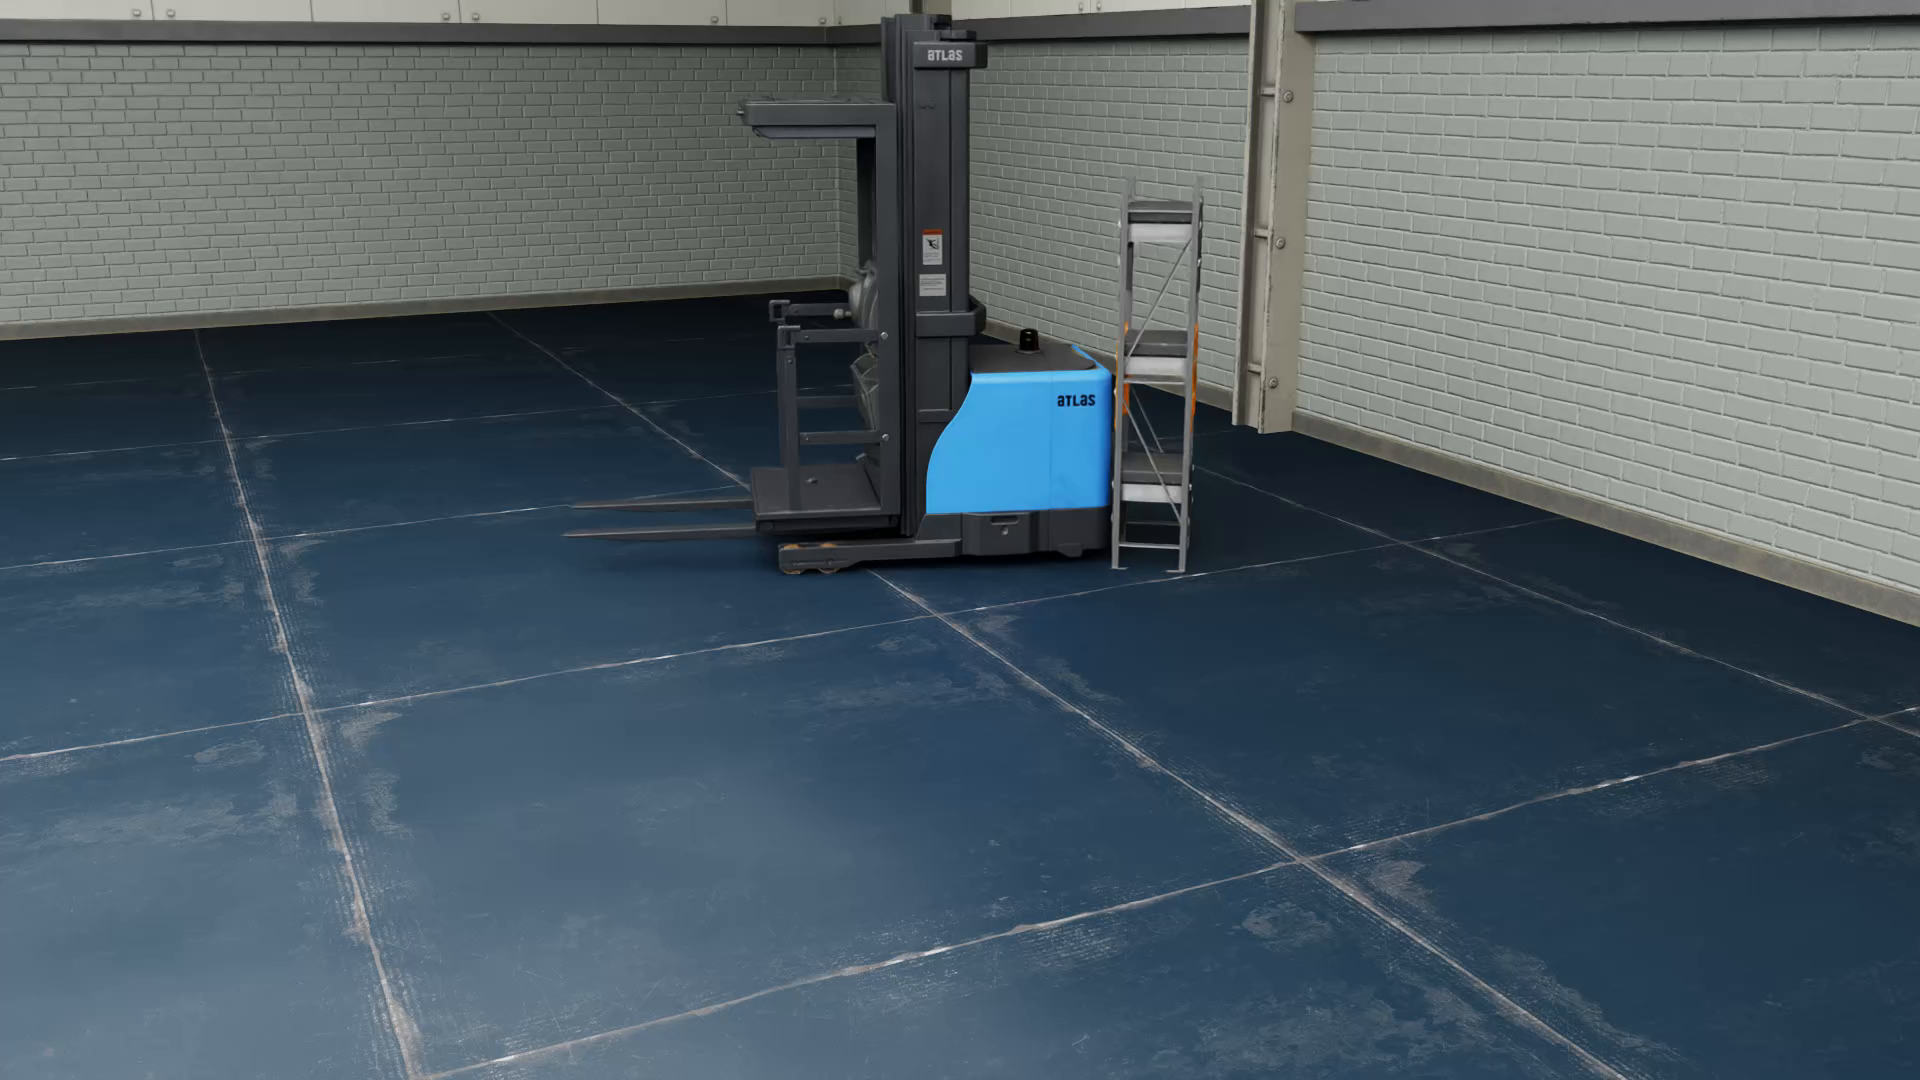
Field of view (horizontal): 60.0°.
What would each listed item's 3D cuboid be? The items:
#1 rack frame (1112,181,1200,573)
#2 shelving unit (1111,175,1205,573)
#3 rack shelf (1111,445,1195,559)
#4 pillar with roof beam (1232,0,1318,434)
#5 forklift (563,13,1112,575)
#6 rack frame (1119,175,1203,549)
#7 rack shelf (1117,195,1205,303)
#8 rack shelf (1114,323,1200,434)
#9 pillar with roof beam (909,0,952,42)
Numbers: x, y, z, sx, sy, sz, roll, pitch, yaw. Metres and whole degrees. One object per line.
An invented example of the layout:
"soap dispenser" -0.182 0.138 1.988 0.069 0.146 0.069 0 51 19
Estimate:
"rack frame" 1.037 -0.839 8.862 0.400 2.100 0.015 3 16 9
"shelving unit" 1.079 -0.904 9.094 0.431 2.100 0.503 3 16 9
"rack shelf" 1.079 -0.218 9.289 0.431 0.518 0.480 3 16 9
"pillar with roof beam" -1.543 -4.673 9.721 9.100 9.000 0.400 -8 18 -25
"forklift" -0.711 -1.372 9.219 3.031 2.935 1.130 -2 16 -8
"rack frame" 1.121 -0.970 9.325 0.400 2.100 0.015 3 16 9
"rack shelf" 1.079 -1.565 8.906 0.431 0.518 0.480 3 16 9
"rack shelf" 1.079 -0.891 9.097 0.431 0.518 0.480 3 16 9
"pillar with roof beam" -4.171 -6.161 14.906 9.100 9.000 0.400 -8 18 -25
